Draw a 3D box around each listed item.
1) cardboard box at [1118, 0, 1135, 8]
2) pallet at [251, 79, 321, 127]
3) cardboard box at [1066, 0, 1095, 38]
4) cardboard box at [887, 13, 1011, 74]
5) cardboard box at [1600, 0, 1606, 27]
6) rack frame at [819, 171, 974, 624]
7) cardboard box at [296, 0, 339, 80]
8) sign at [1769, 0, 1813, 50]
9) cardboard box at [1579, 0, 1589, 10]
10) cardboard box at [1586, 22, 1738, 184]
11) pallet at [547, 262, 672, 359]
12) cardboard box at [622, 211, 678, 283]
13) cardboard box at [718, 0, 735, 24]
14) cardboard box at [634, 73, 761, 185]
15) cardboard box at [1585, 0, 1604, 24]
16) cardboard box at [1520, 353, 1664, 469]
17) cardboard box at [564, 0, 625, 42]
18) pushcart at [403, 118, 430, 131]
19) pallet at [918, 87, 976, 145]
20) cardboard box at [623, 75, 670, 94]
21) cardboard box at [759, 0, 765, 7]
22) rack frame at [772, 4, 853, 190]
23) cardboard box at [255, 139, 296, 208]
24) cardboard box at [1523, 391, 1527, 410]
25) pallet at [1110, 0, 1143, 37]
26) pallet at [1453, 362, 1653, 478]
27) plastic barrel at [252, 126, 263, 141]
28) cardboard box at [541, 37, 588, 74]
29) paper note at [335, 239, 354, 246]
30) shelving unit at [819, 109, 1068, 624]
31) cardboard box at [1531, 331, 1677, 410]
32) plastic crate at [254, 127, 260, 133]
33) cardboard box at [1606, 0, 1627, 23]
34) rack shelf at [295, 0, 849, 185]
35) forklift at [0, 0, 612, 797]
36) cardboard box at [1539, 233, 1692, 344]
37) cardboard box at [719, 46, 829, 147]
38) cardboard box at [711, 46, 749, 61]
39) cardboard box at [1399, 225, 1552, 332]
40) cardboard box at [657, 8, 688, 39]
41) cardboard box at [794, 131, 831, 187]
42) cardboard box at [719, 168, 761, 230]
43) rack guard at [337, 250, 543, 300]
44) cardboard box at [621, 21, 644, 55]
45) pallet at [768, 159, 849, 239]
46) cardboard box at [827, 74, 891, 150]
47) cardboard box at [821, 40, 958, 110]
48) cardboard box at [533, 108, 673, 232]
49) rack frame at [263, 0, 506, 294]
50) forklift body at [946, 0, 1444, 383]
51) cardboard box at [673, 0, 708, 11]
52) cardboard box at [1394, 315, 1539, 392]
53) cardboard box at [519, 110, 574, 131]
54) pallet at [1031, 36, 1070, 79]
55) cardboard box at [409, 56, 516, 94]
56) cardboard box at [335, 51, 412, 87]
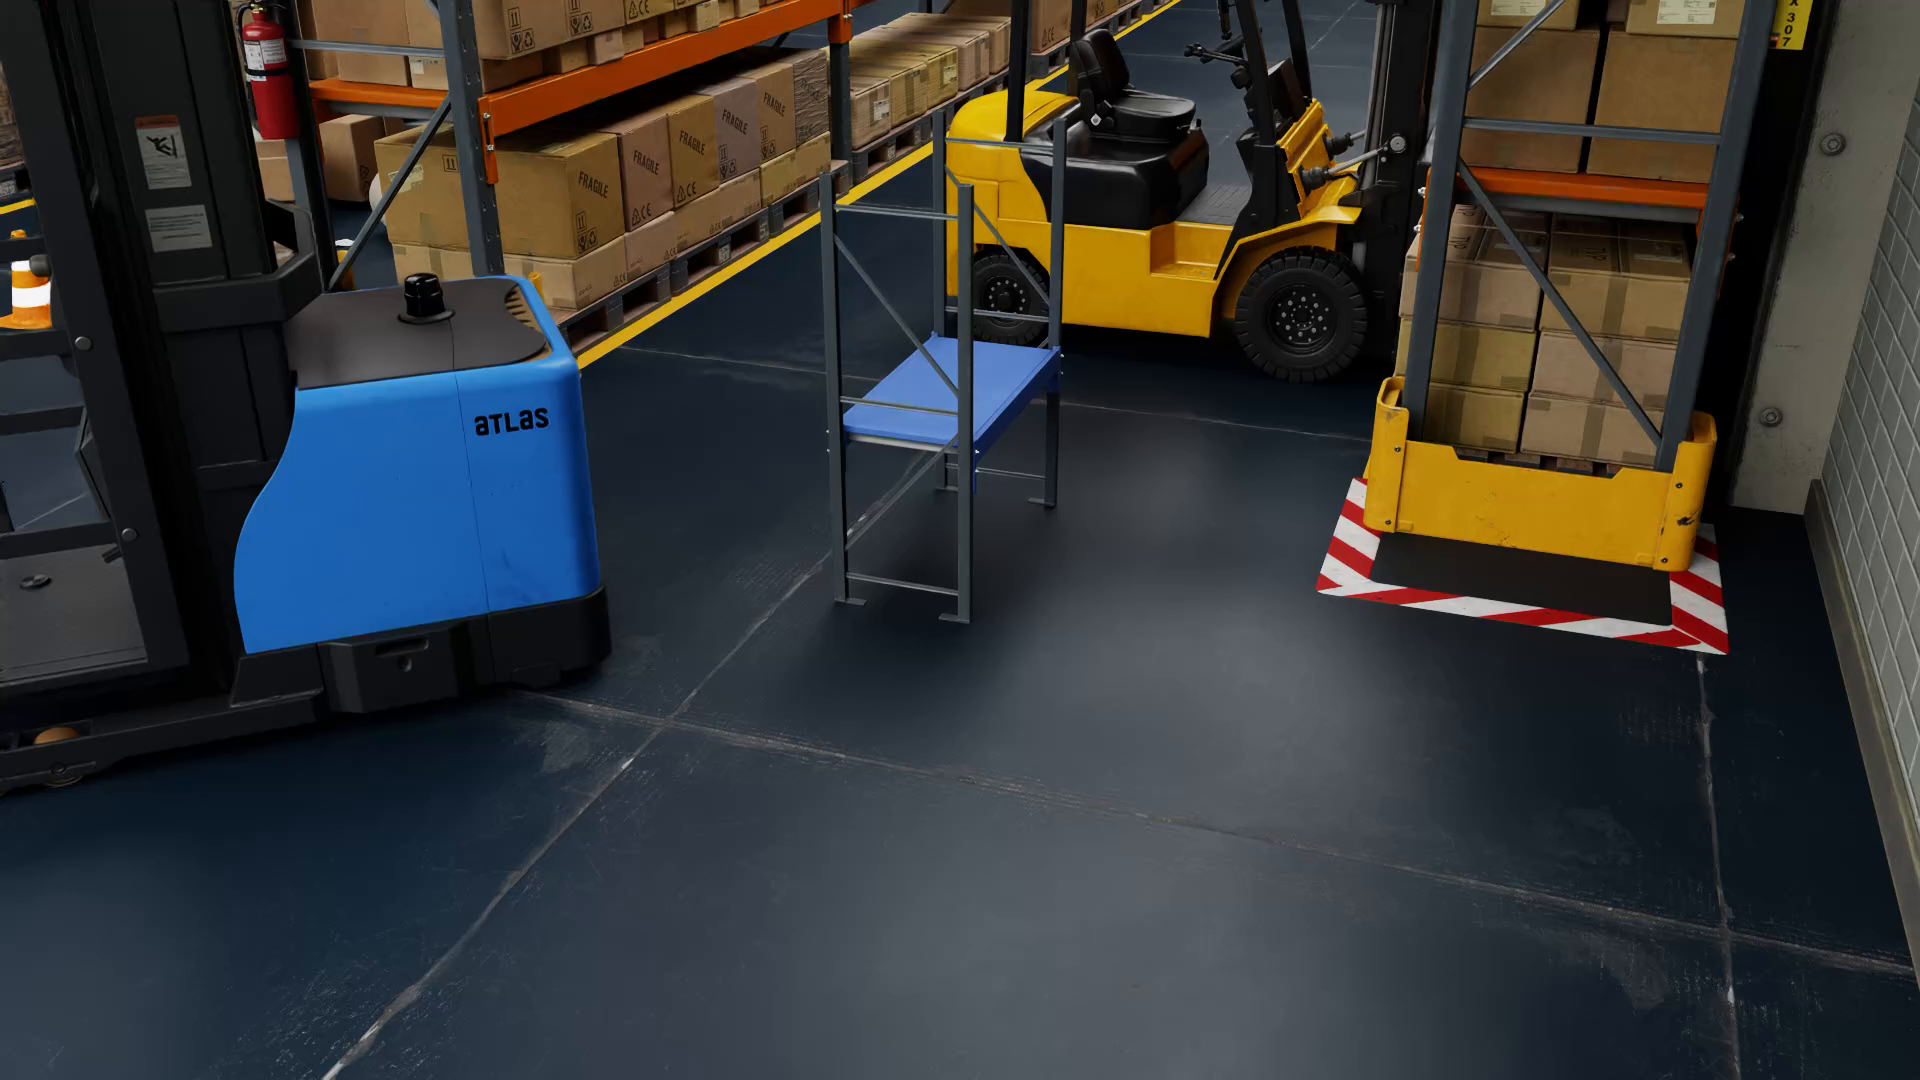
[{"bbox_3d":[1.327,-6.008,17.172,0.875,0.875,0.875,10,27,19],"label":"cardboard box"},{"bbox_3d":[-5.720,-3.503,13.242,1.003,0.211,1.213,9,27,17],"label":"pallet"},{"bbox_3d":[0.735,-5.268,15.644,0.875,0.875,0.875,9,27,18],"label":"cardboard box"},{"bbox_3d":[-0.071,-4.173,13.960,0.950,0.372,0.625,7,27,14],"label":"cardboard box"},{"bbox_3d":[2.889,-2.025,6.875,0.500,0.500,0.500,8,27,17],"label":"cardboard box"},{"bbox_3d":[-0.198,-0.431,5.419,0.500,1.500,0.032,9,27,17],"label":"rack frame"},{"bbox_3d":[-5.460,-4.270,13.727,1.050,0.750,0.750,9,27,17],"label":"cardboard box"},{"bbox_3d":[2.668,-1.734,5.305,0.100,0.325,0.005,9,27,17],"label":"sign"},{"bbox_3d":[2.199,-2.119,6.325,0.380,0.149,0.250,9,27,18],"label":"cardboard box"},{"bbox_3d":[2.573,-1.600,5.997,0.500,0.500,0.500,10,27,19],"label":"cardboard box"},{"bbox_3d":[-2.207,-1.215,8.517,1.003,0.211,1.213,9,27,17],"label":"pallet"},{"bbox_3d":[-1.830,-1.561,8.706,0.500,0.250,0.500,10,27,19],"label":"cardboard box"},{"bbox_3d":[-1.472,-2.945,9.180,0.380,0.149,0.250,8,27,17],"label":"cardboard box"},{"bbox_3d":[-1.485,-2.341,9.457,0.500,0.500,0.500,10,28,20],"label":"cardboard box"},{"bbox_3d":[2.244,-1.889,6.594,0.500,0.500,0.500,10,27,19],"label":"cardboard box"},{"bbox_3d":[2.494,-0.516,6.548,0.500,0.250,0.500,9,27,18],"label":"cardboard box"},{"bbox_3d":[-1.947,-2.656,7.838,0.500,0.500,0.500,10,27,19],"label":"cardboard box"},{"bbox_3d":[-3.371,-2.883,11.772,1.648,0.377,0.936,0,26,-1],"label":"pushcart"},{"bbox_3d":[-0.543,-3.322,12.868,1.003,0.211,1.213,9,27,17],"label":"pallet"},{"bbox_3d":[-1.997,-2.405,9.587,0.500,0.500,0.500,10,28,20],"label":"cardboard box"},{"bbox_3d":[-1.357,-3.165,9.632,0.380,0.149,0.250,8,27,17],"label":"cardboard box"},{"bbox_3d":[-1.205,-3.754,10.561,1.000,3.000,0.127,9,27,17],"label":"rack frame"},{"bbox_3d":[-4.339,-2.075,9.959,0.797,0.503,0.637,-9,27,-18],"label":"cardboard box"},{"bbox_3d":[2.179,-0.785,7.102,0.500,0.250,0.500,9,27,17],"label":"cardboard box"},{"bbox_3d":[1.272,-5.458,17.281,1.003,0.211,1.213,9,27,17],"label":"pallet"},{"bbox_3d":[2.361,-0.457,6.951,1.003,0.211,1.213,9,27,17],"label":"pallet"},{"bbox_3d":[-4.837,-2.582,11.096,0.421,0.421,0.512,-14,29,-27],"label":"plastic barrel"},{"bbox_3d":[-1.992,-2.309,7.866,0.380,0.149,0.250,8,27,16],"label":"cardboard box"},{"bbox_3d":[-3.674,-1.773,9.890,0.148,0.019,0.142,20,32,35],"label":"paper note"},{"bbox_3d":[-0.028,-0.640,5.851,0.538,1.500,1.048,9,27,17],"label":"shelving unit"},{"bbox_3d":[2.499,-0.731,6.418,0.500,0.250,0.500,9,27,18],"label":"cardboard box"},{"bbox_3d":[-4.729,-2.929,12.018,0.662,0.188,0.450,-20,23,-36],"label":"plastic crate"},{"bbox_3d":[2.526,-1.941,5.958,0.380,0.149,0.250,9,27,17],"label":"cardboard box"},{"bbox_3d":[-1.870,-2.608,9.020,1.077,0.370,4.000,9,27,17],"label":"rack shelf"},{"bbox_3d":[-2.689,-0.840,4.621,3.031,2.935,1.130,-10,27,-19],"label":"forklift"},{"bbox_3d":[2.485,-0.963,6.323,0.500,0.250,0.500,8,27,17],"label":"cardboard box"},{"bbox_3d":[-1.148,-2.761,10.322,0.500,0.500,0.500,8,27,17],"label":"cardboard box"},{"bbox_3d":[-1.656,-2.839,10.485,0.500,0.500,0.500,10,28,20],"label":"cardboard box"},{"bbox_3d":[2.005,-1.027,6.456,0.500,0.250,0.500,10,27,19],"label":"cardboard box"},{"bbox_3d":[-1.663,-2.740,8.754,0.380,0.149,0.250,8,27,16],"label":"cardboard box"},{"bbox_3d":[-1.148,-2.423,10.486,0.500,0.250,0.500,10,28,20],"label":"cardboard box"},{"bbox_3d":[-1.489,-1.995,9.601,0.500,0.250,0.500,9,27,18],"label":"cardboard box"},{"bbox_3d":[-2.510,-1.016,7.775,1.175,0.500,0.348,9,27,17],"label":"rack guard"},{"bbox_3d":[-1.810,-2.518,8.297,0.380,0.149,0.250,9,27,19],"label":"cardboard box"},{"bbox_3d":[-1.395,-2.217,10.588,1.003,0.211,1.213,9,27,17],"label":"pallet"},{"bbox_3d":[-1.032,-2.976,11.488,0.950,0.372,0.625,9,27,18],"label":"cardboard box"},{"bbox_3d":[-0.567,-3.558,12.689,0.950,0.372,0.625,10,27,19],"label":"cardboard box"},{"bbox_3d":[-1.829,-1.916,8.577,0.500,0.500,0.500,8,27,16],"label":"cardboard box"},{"bbox_3d":[-2.536,-2.110,7.165,1.000,3.000,0.127,9,27,17],"label":"rack frame"},{"bbox_3d":[1.057,-2.053,8.023,2.313,2.155,1.214,9,27,17],"label":"forklift body"},{"bbox_3d":[-1.617,-3.076,8.705,0.500,0.500,0.500,8,27,16],"label":"cardboard box"},{"bbox_3d":[2.014,-0.813,6.587,0.500,0.250,0.500,8,27,17],"label":"cardboard box"},{"bbox_3d":[-2.345,-1.981,8.712,0.500,0.500,0.500,10,28,19],"label":"cardboard box"},{"bbox_3d":[0.460,-4.455,15.210,1.003,0.211,1.213,9,27,17],"label":"pallet"},{"bbox_3d":[-2.227,-2.106,7.447,0.380,0.149,0.250,9,27,18],"label":"cardboard box"},{"bbox_3d":[-2.613,-2.181,7.602,0.380,0.149,0.250,10,27,19],"label":"cardboard box"}]
